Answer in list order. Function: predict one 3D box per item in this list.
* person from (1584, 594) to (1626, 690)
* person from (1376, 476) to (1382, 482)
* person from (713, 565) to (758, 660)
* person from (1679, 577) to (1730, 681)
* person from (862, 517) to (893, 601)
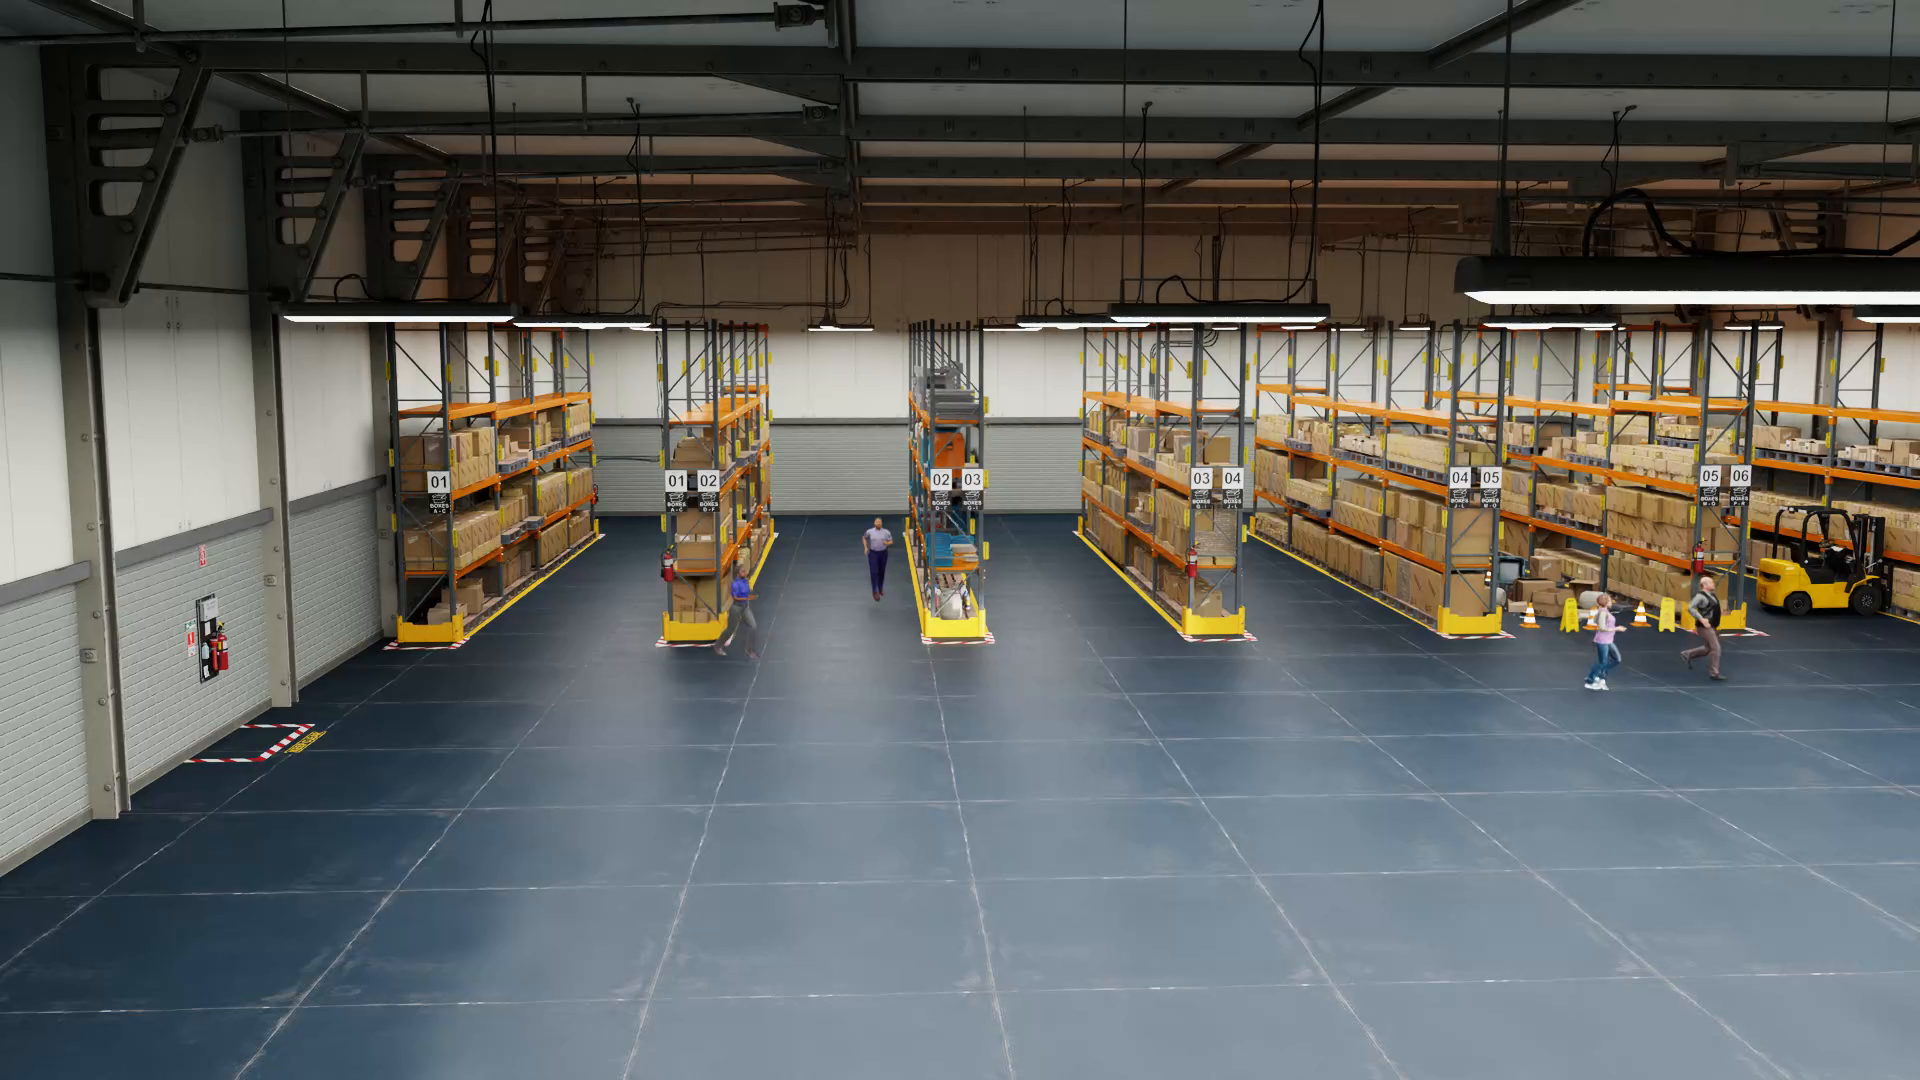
[{"bbox_3d":[10.367,1.645,26.673,0.615,1.582,0.519,4,8,32],"label":"person"},{"bbox_3d":[12.499,-1.195,49.482,0.854,1.667,0.612,0,7,-1],"label":"person"},{"bbox_3d":[-3.923,1.288,29.434,0.881,1.694,0.588,4,8,28],"label":"person"},{"bbox_3d":[12.440,1.460,27.757,0.669,1.696,0.868,-7,10,-44],"label":"person"},{"bbox_3d":[-1.684,0.366,34.339,0.594,1.668,0.832,-2,7,-12],"label":"person"}]
